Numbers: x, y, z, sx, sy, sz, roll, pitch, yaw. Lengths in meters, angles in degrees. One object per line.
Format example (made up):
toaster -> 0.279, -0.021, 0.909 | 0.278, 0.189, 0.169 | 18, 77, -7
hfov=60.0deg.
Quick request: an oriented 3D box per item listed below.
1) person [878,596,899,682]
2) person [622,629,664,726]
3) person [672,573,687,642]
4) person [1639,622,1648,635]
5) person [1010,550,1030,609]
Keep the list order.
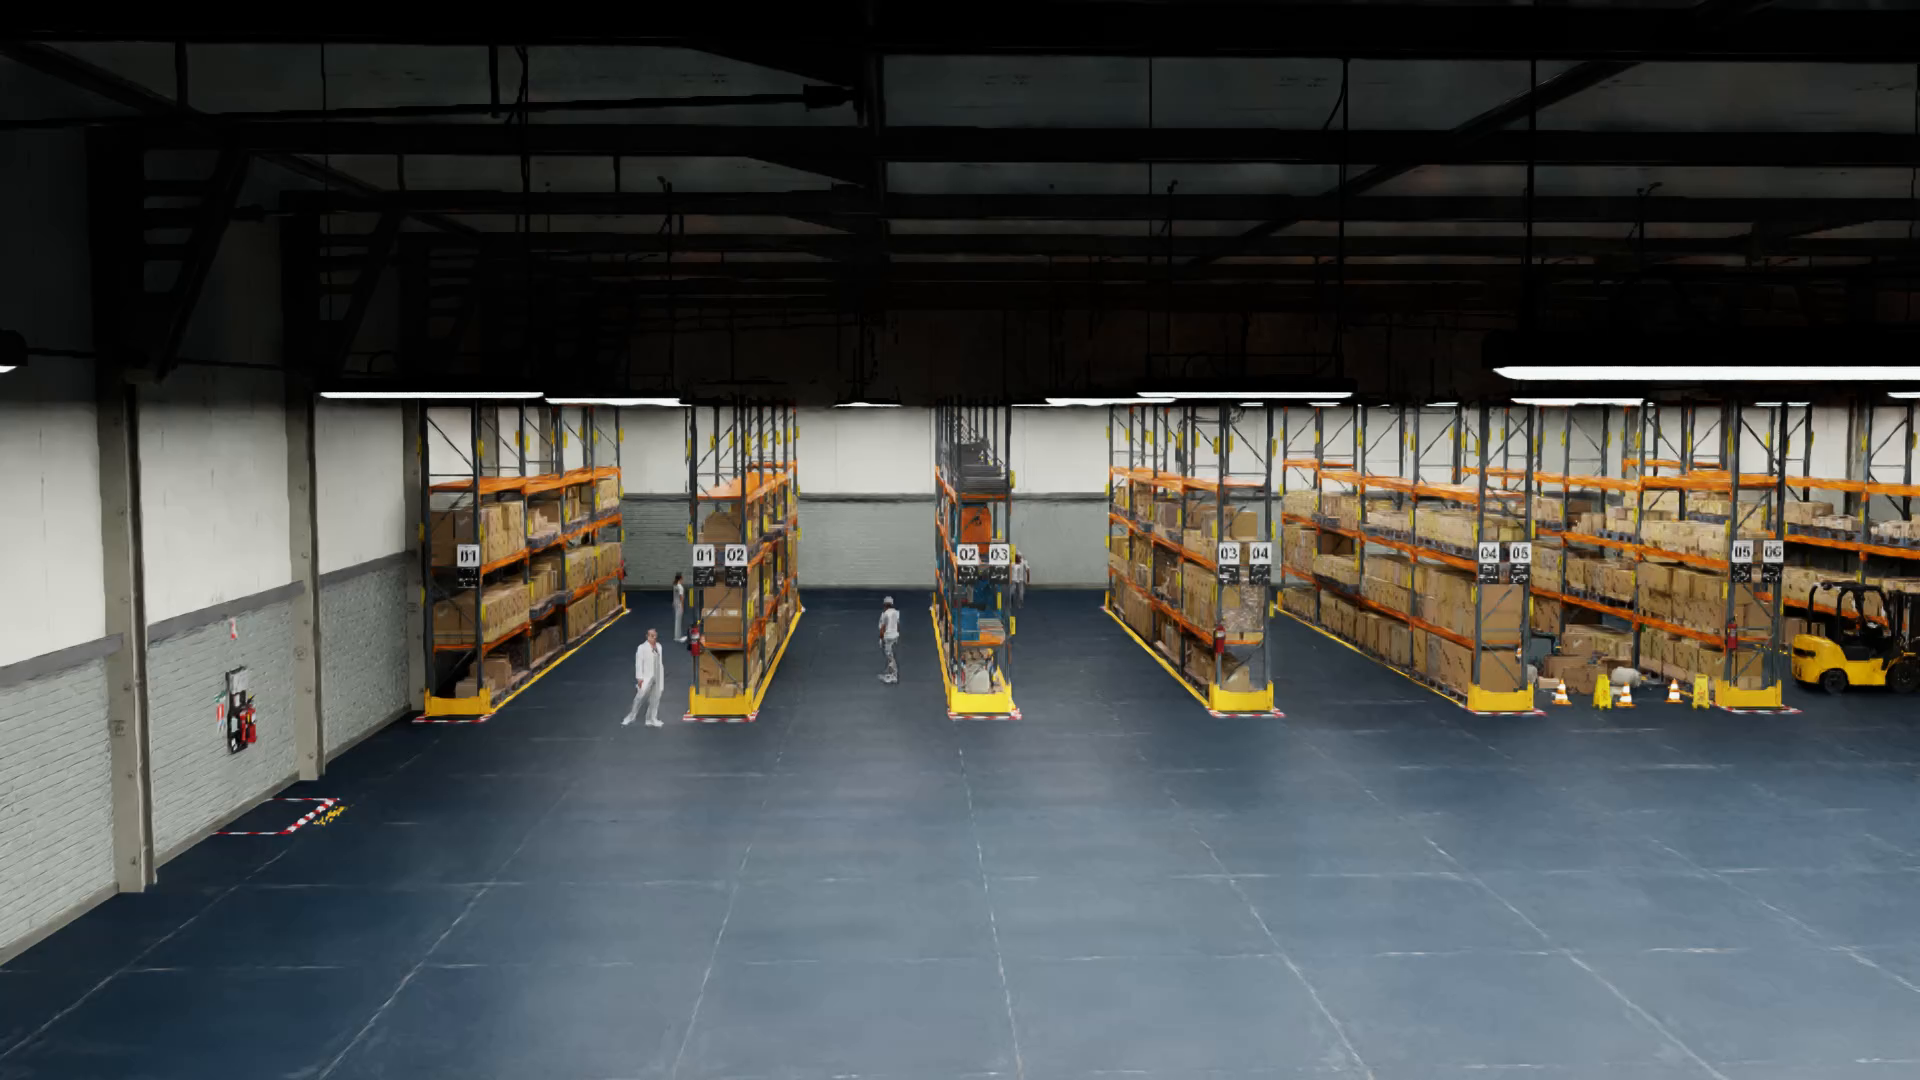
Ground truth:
person -> -1.519, 2.065, 34.982 | 0.577, 1.783, 0.662 | 2, 5, 25
person -> -5.702, 2.478, 30.006 | 0.786, 1.769, 0.558 | -4, 6, -42
person -> -6.889, 1.643, 41.014 | 0.451, 1.679, 0.540 | -3, 5, -31
person -> 16.539, 1.645, 40.214 | 0.466, 1.794, 0.629 | -3, 5, -29
person -> 1.628, 1.143, 47.439 | 0.718, 1.714, 0.572 | 0, 5, -5
